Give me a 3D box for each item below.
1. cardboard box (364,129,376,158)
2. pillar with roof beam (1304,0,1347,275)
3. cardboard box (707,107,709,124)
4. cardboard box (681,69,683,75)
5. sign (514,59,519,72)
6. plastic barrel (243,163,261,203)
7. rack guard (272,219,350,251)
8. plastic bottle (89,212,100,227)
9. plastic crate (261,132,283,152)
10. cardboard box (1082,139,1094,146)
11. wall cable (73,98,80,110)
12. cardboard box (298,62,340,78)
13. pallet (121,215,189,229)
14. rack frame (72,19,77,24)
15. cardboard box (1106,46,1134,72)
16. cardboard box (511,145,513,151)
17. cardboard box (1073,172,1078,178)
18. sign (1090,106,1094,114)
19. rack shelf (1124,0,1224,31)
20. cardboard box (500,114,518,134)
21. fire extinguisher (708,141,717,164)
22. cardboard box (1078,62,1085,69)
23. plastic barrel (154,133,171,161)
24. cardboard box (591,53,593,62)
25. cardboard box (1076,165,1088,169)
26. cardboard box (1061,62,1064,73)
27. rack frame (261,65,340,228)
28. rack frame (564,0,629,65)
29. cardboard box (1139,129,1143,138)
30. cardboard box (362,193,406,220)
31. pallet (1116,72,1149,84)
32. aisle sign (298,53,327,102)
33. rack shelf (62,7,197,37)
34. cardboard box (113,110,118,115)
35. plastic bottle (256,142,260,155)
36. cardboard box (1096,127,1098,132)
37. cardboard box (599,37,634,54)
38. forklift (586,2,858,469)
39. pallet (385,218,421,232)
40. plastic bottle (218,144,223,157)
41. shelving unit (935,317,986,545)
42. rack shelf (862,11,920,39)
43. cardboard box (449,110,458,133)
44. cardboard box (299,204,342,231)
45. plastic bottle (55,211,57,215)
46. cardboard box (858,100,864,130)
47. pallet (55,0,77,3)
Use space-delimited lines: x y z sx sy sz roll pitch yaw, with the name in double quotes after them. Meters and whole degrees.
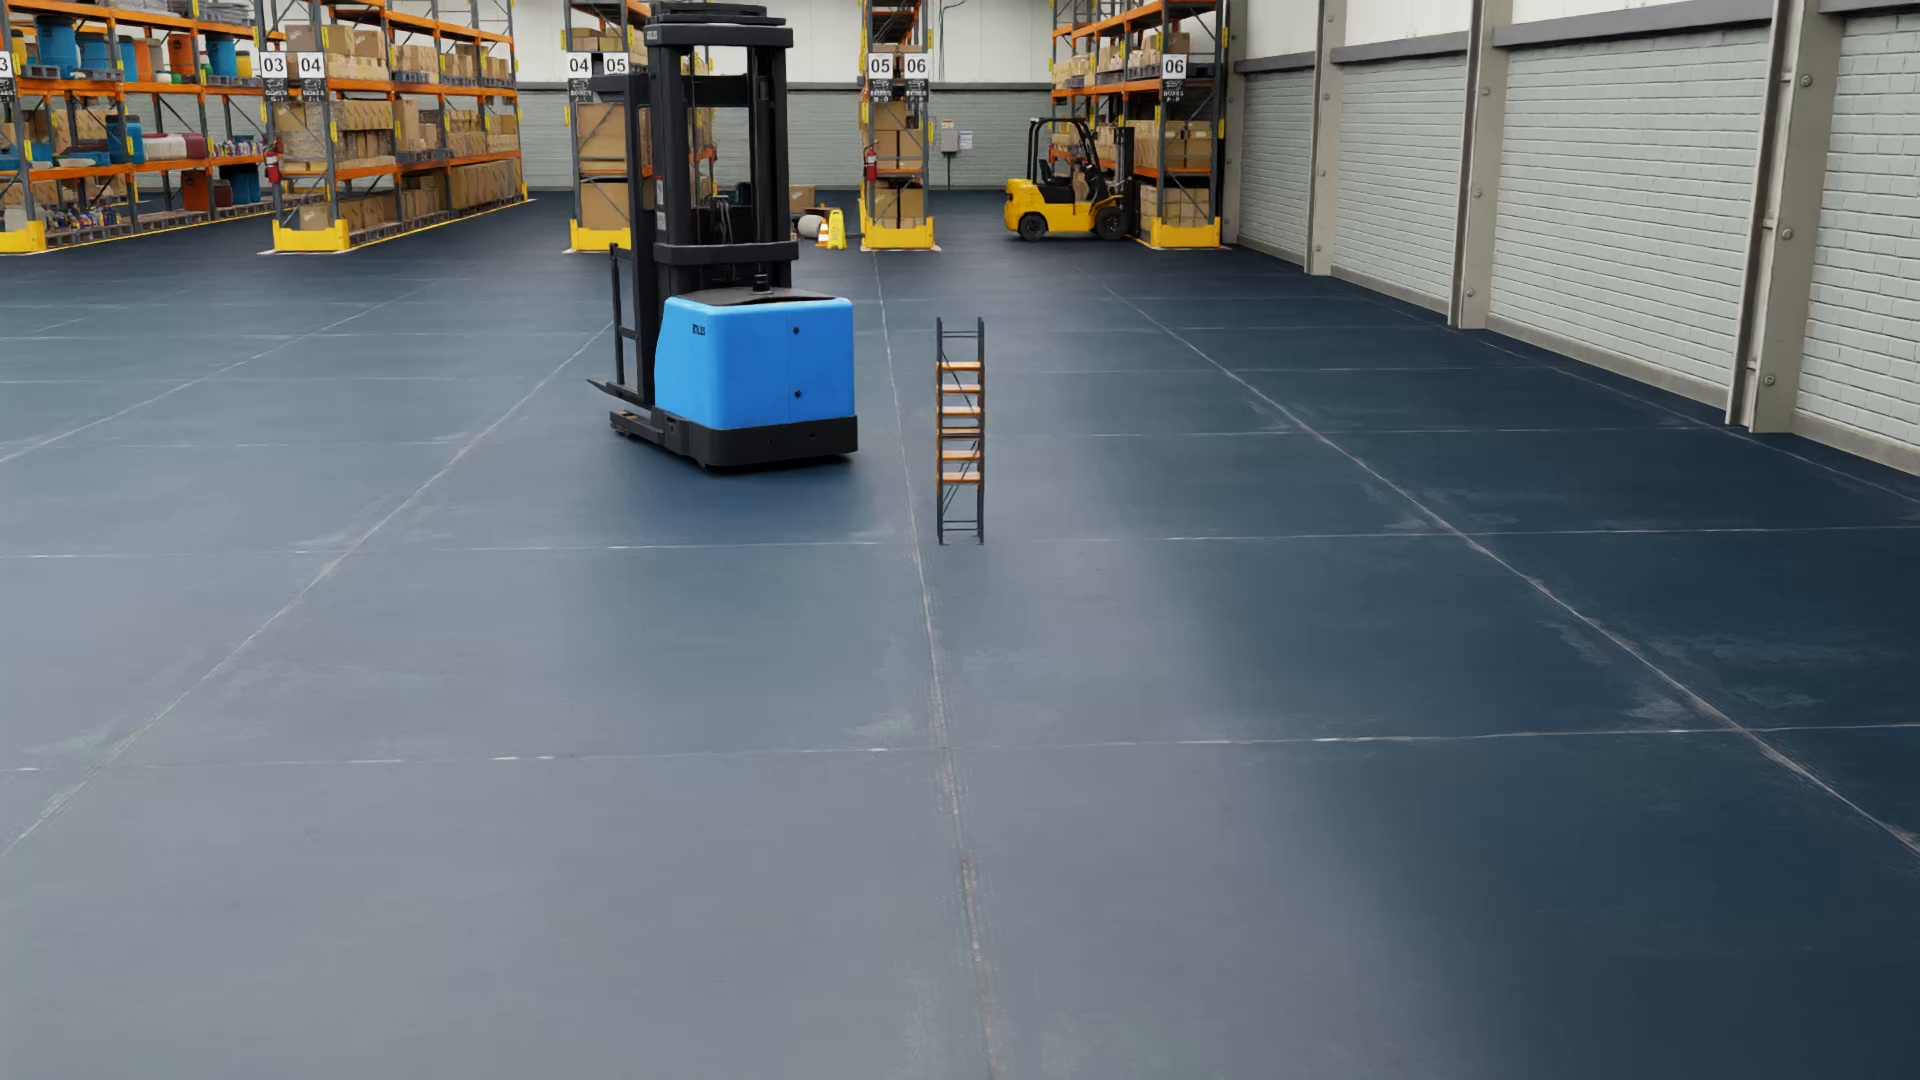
-11.088 -7.168 30.070 0.875 0.500 0.500 -1 14 -3 "cardboard box"
0.843 -8.106 22.472 9.100 9.000 0.400 -1 14 -3 "pillar with roof beam"
-6.660 -10.813 42.228 0.500 0.500 0.500 -1 14 -5 "cardboard box"
-6.242 -10.030 35.769 0.500 0.500 0.500 -1 14 -3 "cardboard box"
-11.382 -12.169 42.665 0.100 0.325 0.005 -1 14 -3 "sign"
-16.604 -8.301 38.638 0.600 0.901 0.708 -1 14 -3 "plastic barrel"
-10.938 -5.150 28.039 1.175 0.500 0.348 -1 14 -3 "rack guard"
-15.759 -5.830 30.248 0.152 0.276 0.135 -1 14 -2 "plastic bottle"
-16.425 -9.536 39.819 0.402 0.464 0.583 -1 14 -3 "plastic crate"
3.027 -8.950 37.250 0.500 0.250 0.500 -2 15 -6 "cardboard box"
-26.750 -12.905 47.356 3.097 2.526 0.112 -1 14 -3 "wall cable"
-10.705 -7.846 27.780 0.500 0.250 0.500 0 14 -2 "cardboard box"
-16.291 -6.408 33.510 1.003 0.211 1.213 -1 14 -3 "pallet"
-21.812 -13.074 41.781 1.000 3.000 0.127 -1 14 -3 "rack frame"
3.281 -9.878 34.133 0.500 0.500 0.500 -1 14 -2 "cardboard box"
-11.527 -9.926 42.090 0.380 0.149 0.250 -1 14 -2 "cardboard box"
2.925 -8.770 39.965 0.380 0.149 0.250 0 14 -1 "cardboard box"
3.475 -11.269 43.846 0.100 0.325 0.005 -1 14 -3 "sign"
3.788 -9.433 29.875 1.077 0.370 4.000 -1 14 -3 "rack shelf"
-11.632 -10.638 42.553 0.500 0.500 0.500 -1 14 -3 "cardboard box"
-6.523 -10.224 43.647 0.296 0.674 0.183 -1 14 -3 "fire extinguisher"
2.903 -10.820 37.905 0.380 0.149 0.250 -1 14 -3 "cardboard box"
-16.037 -7.857 33.272 0.433 0.535 0.433 0 14 0 "plastic barrel"
-6.336 -8.053 27.748 0.380 0.149 0.250 -1 14 -4 "cardboard box"
2.985 -8.915 39.931 0.380 0.149 0.250 -1 14 -4 "cardboard box"
2.796 -11.825 41.648 0.500 0.250 0.500 0 14 -2 "cardboard box"
-10.933 -6.342 27.654 1.000 3.000 0.127 -1 14 -3 "rack frame"
-5.977 -9.298 27.106 1.000 3.000 0.127 -1 14 -3 "rack frame"
3.497 -7.461 30.504 0.380 0.149 0.250 -1 14 -5 "cardboard box"
-11.198 -6.492 32.372 0.700 0.500 0.500 -2 15 -8 "cardboard box"
3.596 -9.146 32.918 0.805 0.209 1.217 -1 15 -6 "pallet"
-10.630 -7.590 27.288 0.394 0.787 0.004 -1 14 -3 "aisle sign"
-16.249 -10.121 32.548 1.077 0.370 4.000 -1 14 -3 "rack shelf"
-21.510 -10.595 41.978 0.500 0.500 0.500 -1 14 -4 "cardboard box"
-16.213 -9.043 38.388 0.061 0.283 0.133 -1 14 -3 "plastic bottle"
3.142 -8.841 35.864 0.380 0.149 0.250 0 14 -2 "cardboard box"
-5.750 -8.293 27.879 0.500 0.250 0.500 -1 14 -4 "cardboard box"
-1.870 -2.195 11.675 1.130 2.935 3.031 -9 17 -30 "forklift"
-11.231 -6.180 32.620 1.003 0.211 1.213 -1 14 -3 "pallet"
-16.068 -8.460 36.121 0.061 0.283 0.133 -1 14 -3 "plastic bottle"
0.001 -0.577 8.863 0.258 1.200 0.189 -1 14 -3 "shelving unit"
-1.414 -10.350 33.440 1.077 0.370 4.000 -1 14 -3 "rack shelf"
-11.496 -9.210 36.587 0.797 0.503 0.637 -1 14 -2 "cardboard box"
-10.955 -5.490 28.518 0.500 0.500 0.500 2 15 7 "cardboard box"
-16.509 -5.862 30.357 0.061 0.283 0.133 0 14 -1 "plastic bottle"
-1.450 -7.546 29.532 0.700 0.500 0.500 -1 14 -4 "cardboard box"
-15.967 -9.371 28.572 1.003 0.211 1.213 -1 14 -3 "pallet"
